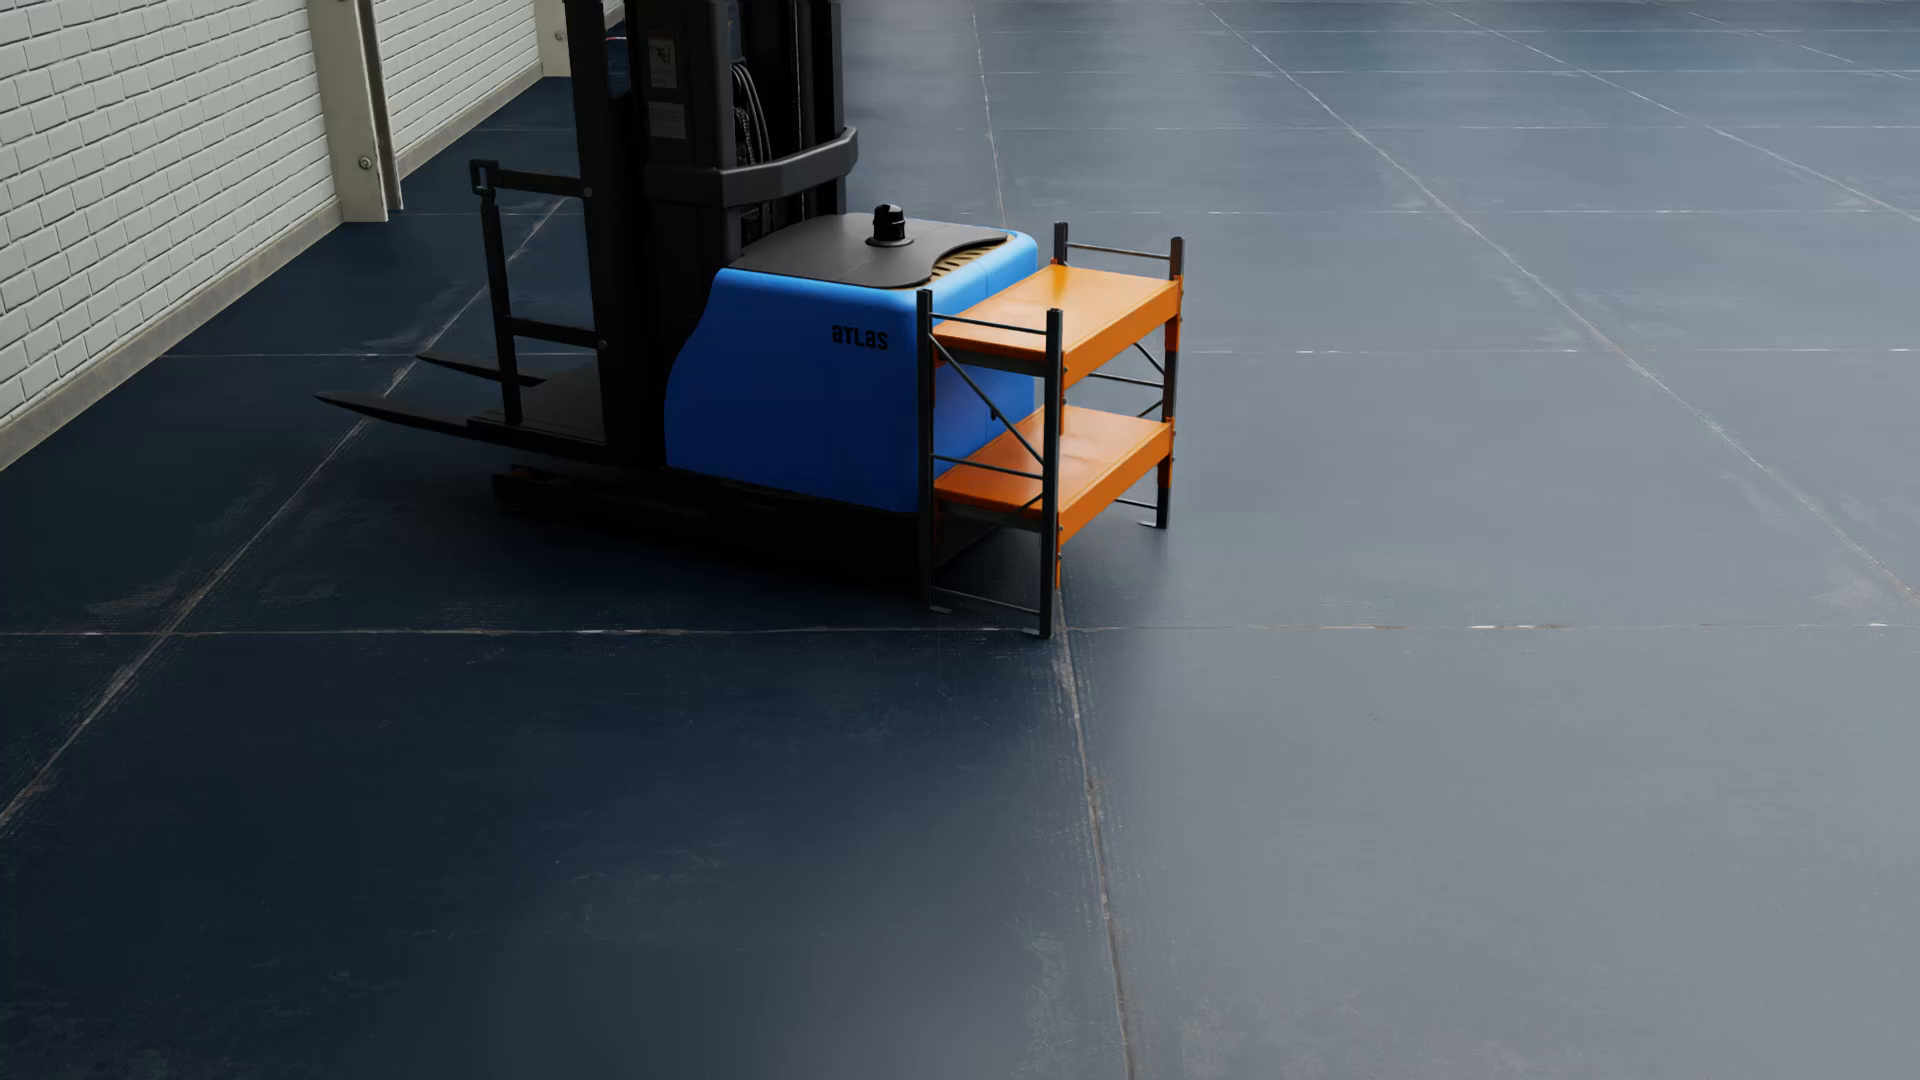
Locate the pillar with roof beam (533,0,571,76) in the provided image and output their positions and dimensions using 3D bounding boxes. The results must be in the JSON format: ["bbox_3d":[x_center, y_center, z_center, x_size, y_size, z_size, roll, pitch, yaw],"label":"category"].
[{"bbox_3d":[0.341,-8.747,14.670,9.100,9.000,0.400,0,24,-1],"label":"pillar with roof beam"}]

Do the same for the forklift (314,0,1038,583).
[{"bbox_3d":[-1.250,-1.593,6.216,3.031,2.935,1.130,12,27,24],"label":"forklift"}]

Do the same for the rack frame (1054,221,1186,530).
[{"bbox_3d":[0.572,-0.604,6.219,0.500,1.125,0.032,13,27,26],"label":"rack frame"}]

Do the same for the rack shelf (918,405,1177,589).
[{"bbox_3d":[0.330,-0.197,5.913,0.538,0.278,1.000,13,27,26],"label":"rack shelf"}]

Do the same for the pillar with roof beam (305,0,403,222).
[{"bbox_3d":[0.407,-6.275,9.204,9.100,9.000,0.400,0,24,-1],"label":"pillar with roof beam"}]

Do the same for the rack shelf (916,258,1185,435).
[{"bbox_3d":[0.330,-0.686,5.691,0.538,0.278,1.000,13,27,26],"label":"rack shelf"}]

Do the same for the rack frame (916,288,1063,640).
[{"bbox_3d":[0.088,-0.235,5.405,0.500,1.125,0.032,13,27,26],"label":"rack frame"}]

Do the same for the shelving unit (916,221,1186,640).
[{"bbox_3d":[0.330,-0.419,5.812,0.538,1.125,1.048,13,27,26],"label":"shelving unit"}]
